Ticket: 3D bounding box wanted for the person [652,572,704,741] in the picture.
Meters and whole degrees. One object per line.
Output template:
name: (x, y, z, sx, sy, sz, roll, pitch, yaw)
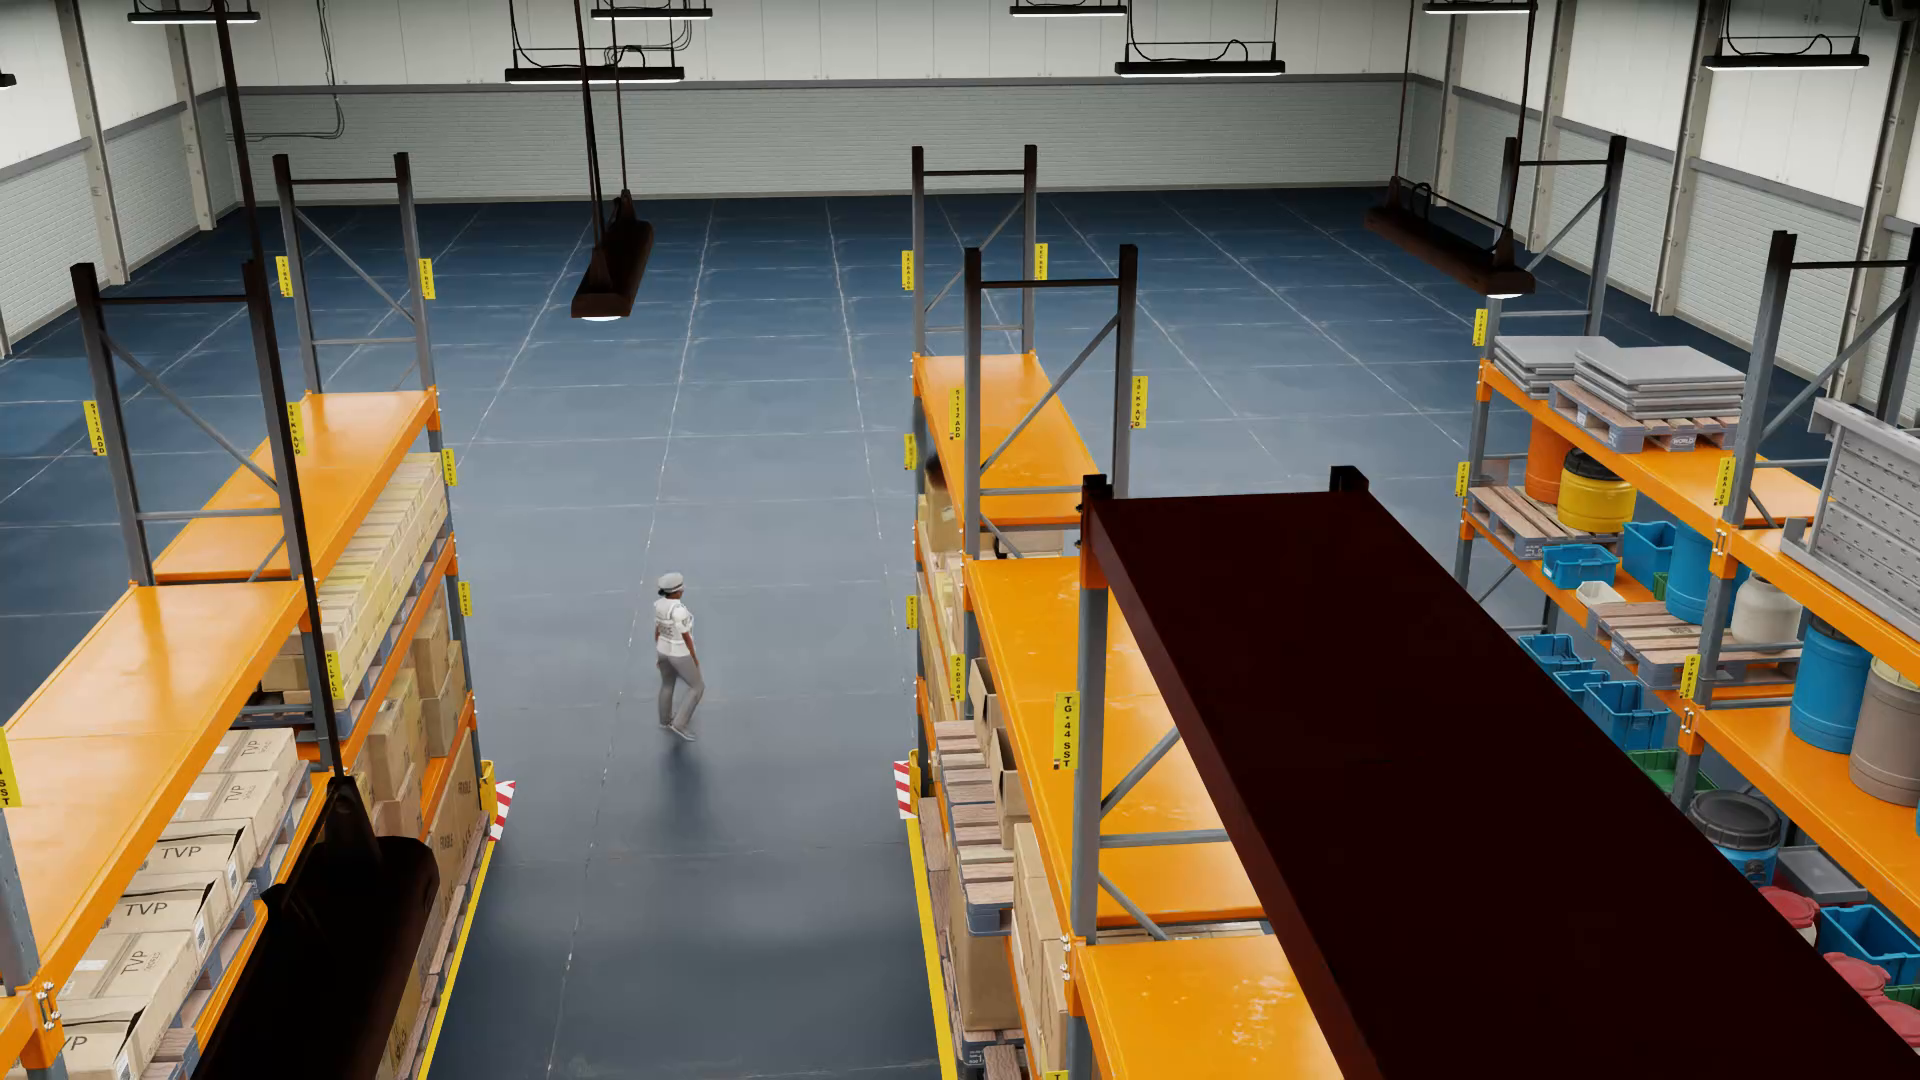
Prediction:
person: (-2.826, 1.154, 16.438, 0.566, 1.689, 0.408, 19, 29, 40)
